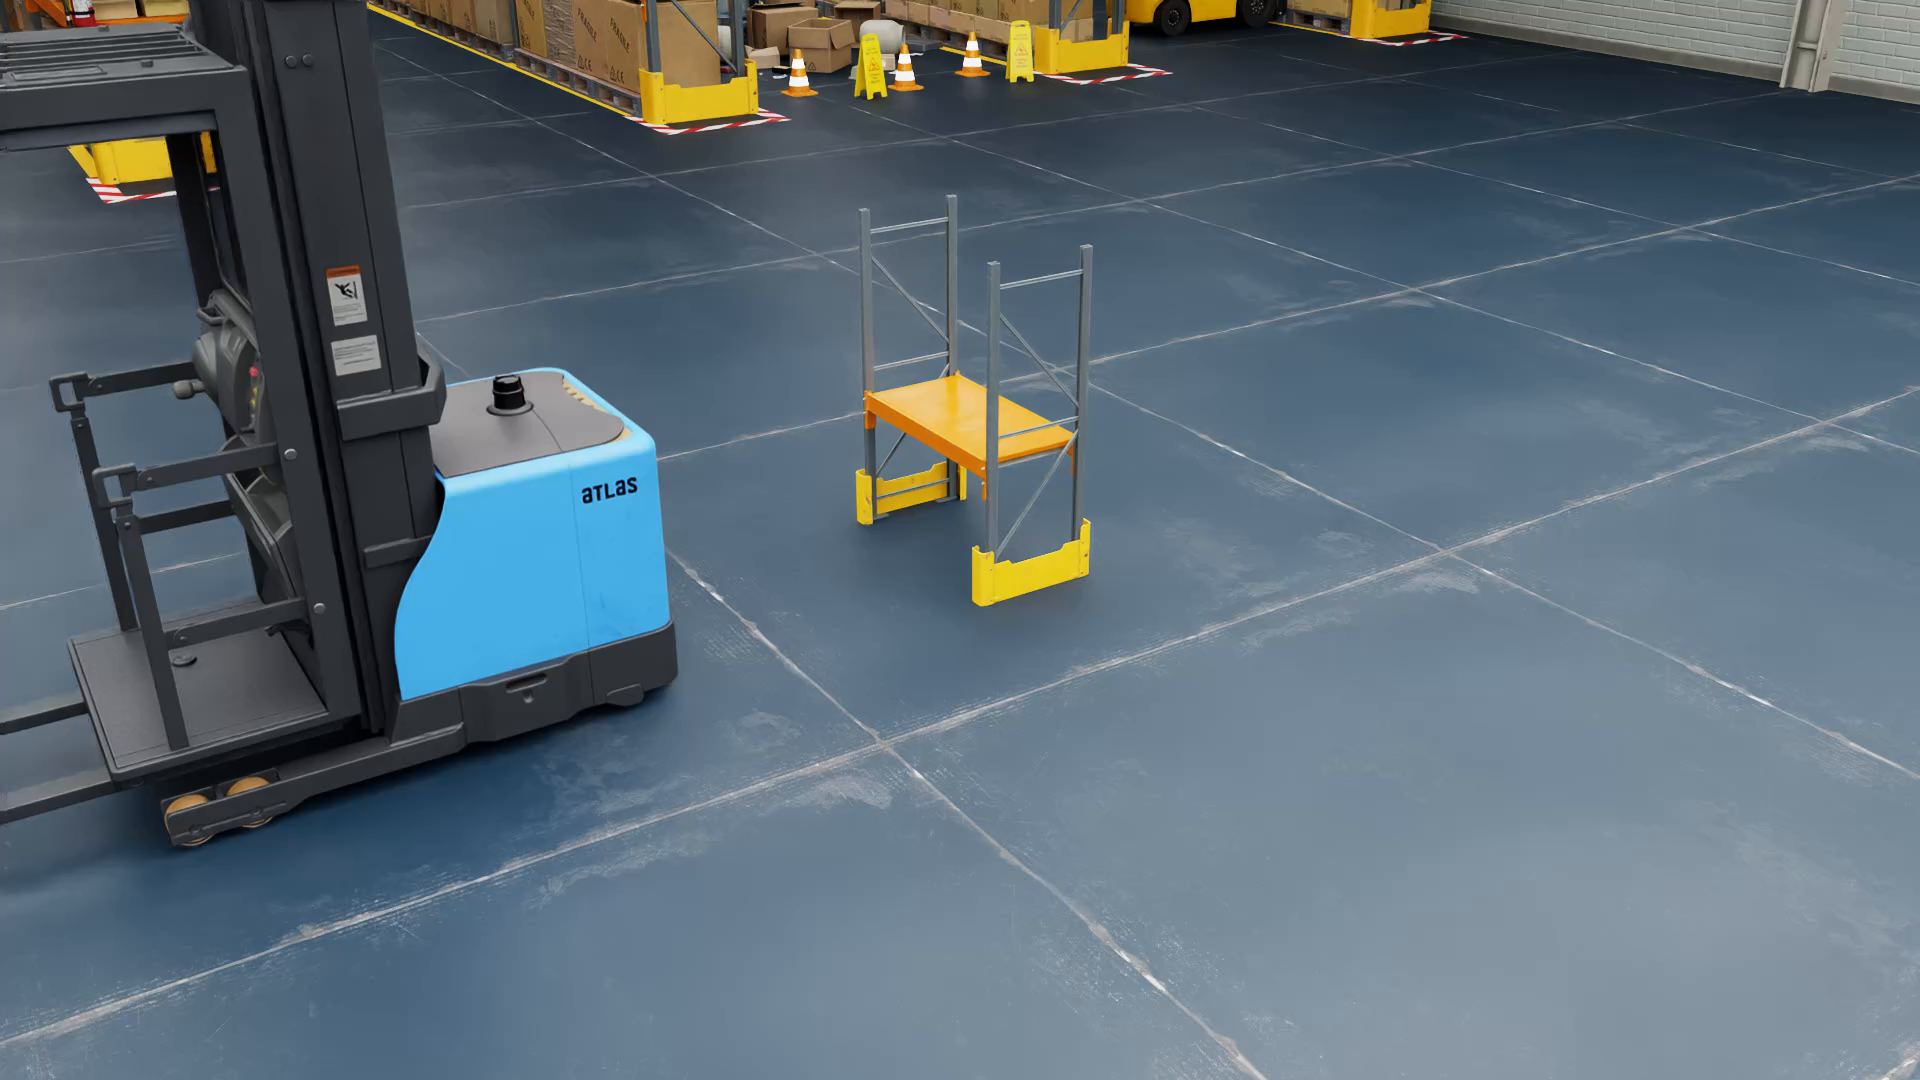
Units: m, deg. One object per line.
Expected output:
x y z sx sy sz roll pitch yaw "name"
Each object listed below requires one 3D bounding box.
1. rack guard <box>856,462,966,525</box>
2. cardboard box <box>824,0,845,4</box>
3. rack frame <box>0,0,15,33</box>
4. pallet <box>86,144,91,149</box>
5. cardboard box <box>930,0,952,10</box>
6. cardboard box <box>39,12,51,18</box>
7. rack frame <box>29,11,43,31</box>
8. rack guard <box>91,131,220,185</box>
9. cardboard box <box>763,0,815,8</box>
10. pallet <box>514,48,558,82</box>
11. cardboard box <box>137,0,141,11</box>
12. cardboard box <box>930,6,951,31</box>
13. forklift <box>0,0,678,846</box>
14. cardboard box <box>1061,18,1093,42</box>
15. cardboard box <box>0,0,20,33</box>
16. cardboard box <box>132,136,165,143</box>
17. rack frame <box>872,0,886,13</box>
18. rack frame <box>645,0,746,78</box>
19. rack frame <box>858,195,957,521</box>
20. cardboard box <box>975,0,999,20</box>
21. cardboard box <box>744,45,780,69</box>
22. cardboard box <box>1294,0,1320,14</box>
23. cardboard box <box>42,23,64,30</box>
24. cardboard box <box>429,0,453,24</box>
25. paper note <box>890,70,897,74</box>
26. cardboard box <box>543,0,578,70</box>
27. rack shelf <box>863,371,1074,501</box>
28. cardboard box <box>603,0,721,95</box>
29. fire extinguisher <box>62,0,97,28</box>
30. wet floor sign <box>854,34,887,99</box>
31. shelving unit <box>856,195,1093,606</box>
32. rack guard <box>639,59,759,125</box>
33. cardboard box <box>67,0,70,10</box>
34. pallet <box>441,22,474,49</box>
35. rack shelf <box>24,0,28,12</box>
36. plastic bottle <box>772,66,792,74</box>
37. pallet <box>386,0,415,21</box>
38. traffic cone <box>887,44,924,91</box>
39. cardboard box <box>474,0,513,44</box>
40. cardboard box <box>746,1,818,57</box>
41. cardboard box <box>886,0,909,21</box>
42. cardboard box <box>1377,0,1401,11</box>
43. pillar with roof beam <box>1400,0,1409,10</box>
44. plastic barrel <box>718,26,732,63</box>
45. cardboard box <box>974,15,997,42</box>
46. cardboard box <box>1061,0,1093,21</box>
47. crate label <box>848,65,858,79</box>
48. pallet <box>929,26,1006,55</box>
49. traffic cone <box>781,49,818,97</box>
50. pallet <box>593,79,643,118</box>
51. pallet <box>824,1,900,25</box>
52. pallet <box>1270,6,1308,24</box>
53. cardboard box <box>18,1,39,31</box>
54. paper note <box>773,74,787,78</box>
-0.230 -0.264 8.016 0.587 0.250 0.087 -16 29 -30 "rack guard"
-1.407 -7.725 23.186 0.950 0.372 0.625 -14 28 -26 "cardboard box"
-11.210 -7.401 19.914 1.000 3.000 0.127 -16 29 -30 "rack frame"
-7.960 -4.041 16.062 1.003 0.211 1.213 -16 29 -30 "pallet"
-0.044 -6.917 20.739 0.500 0.500 0.500 -14 29 -27 "cardboard box"
-9.894 -5.639 18.594 0.700 0.500 0.500 -18 31 -34 "cardboard box"
-9.026 -5.970 16.884 1.000 3.000 0.127 -16 29 -30 "rack frame"
-6.884 -3.437 14.444 1.175 0.500 0.348 -16 29 -30 "rack guard"
-2.198 -7.066 21.246 0.500 0.500 0.500 -16 29 -30 "cardboard box"
-4.466 -5.539 19.236 1.003 0.211 1.213 -16 29 -30 "pallet"
-6.919 -4.678 14.439 0.380 0.149 0.250 -16 29 -30 "cardboard box"
-0.035 -6.575 20.893 0.500 0.250 0.500 -16 30 -30 "cardboard box"
-2.612 -0.557 5.497 3.031 2.935 1.130 -16 29 -30 "forklift"
1.252 -6.149 19.990 0.500 0.250 0.500 -16 30 -30 "cardboard box"
-11.569 -6.882 20.811 1.225 0.875 0.875 -17 30 -32 "cardboard box"
-7.169 -3.827 14.778 0.500 0.500 0.500 -10 27 -20 "cardboard box"
-0.723 -8.280 21.776 1.000 3.000 0.127 -16 29 -30 "rack frame"
-2.632 -5.660 16.225 1.000 3.000 0.127 -16 29 -30 "rack frame"
-0.231 -0.830 7.750 0.500 1.500 0.032 -16 29 -30 "rack frame"
0.517 -6.547 19.954 0.500 0.500 0.500 -14 29 -28 "cardboard box"
-2.334 -5.668 19.446 0.396 0.266 0.258 -10 27 -21 "cardboard box"
4.833 -7.228 22.277 0.500 0.250 0.500 -16 29 -30 "cardboard box"
-9.343 -5.264 17.799 0.700 0.500 0.500 -18 31 -33 "cardboard box"
-6.262 -7.143 21.510 1.050 0.750 0.750 -15 29 -29 "cardboard box"
-0.723 -5.381 19.112 0.142 0.019 0.148 18 31 33 "paper note"
-4.035 -5.757 18.427 0.875 0.875 0.875 -15 29 -29 "cardboard box"
0.047 -0.485 7.442 0.538 0.185 1.000 -16 29 -30 "rack shelf"
-3.057 -5.116 17.070 0.875 0.875 0.875 -15 29 -29 "cardboard box"
-7.166 -4.356 13.555 0.296 0.674 0.183 -16 29 -30 "fire extinguisher"
-0.957 -5.046 17.683 0.267 0.644 0.232 -22 33 -38 "wet floor sign"
0.042 -0.651 7.372 0.587 1.500 1.083 -16 29 -30 "shelving unit"
-2.619 -4.521 16.740 1.175 0.500 0.348 -16 29 -30 "rack guard"
-7.487 -4.647 14.374 0.380 0.149 0.250 -16 29 -30 "cardboard box"
-5.970 -6.524 21.324 1.003 0.211 1.213 -16 29 -30 "pallet"
-10.118 -6.361 18.553 1.077 0.370 4.000 -16 29 -30 "rack shelf"
-2.073 -5.421 19.161 0.283 0.061 0.133 18 31 33 "plastic bottle"
-7.424 -7.540 23.474 1.003 0.211 1.213 -16 29 -30 "pallet"
-0.599 -5.175 18.170 0.336 0.463 0.334 -16 29 -30 "traffic cone"
-5.230 -6.464 20.072 1.050 0.750 0.750 -16 29 -30 "cardboard box"
-2.137 -6.153 20.035 0.797 0.637 0.503 -16 29 -30 "cardboard box"
-0.627 -6.952 21.693 0.500 0.250 0.500 -17 30 -32 "cardboard box"
5.513 -7.175 22.164 0.500 0.250 0.500 -15 29 -29 "cardboard box"
2.385 -10.176 18.765 9.100 9.000 0.400 -16 29 -30 "pillar with roof beam"
-2.911 -5.877 19.703 0.512 0.421 0.421 3 25 6 "plastic barrel"
0.518 -6.209 20.118 0.500 0.250 0.500 -15 29 -29 "cardboard box"
1.238 -6.496 19.848 0.500 0.500 0.500 -17 30 -31 "cardboard box"
-1.081 -5.294 18.805 0.298 0.136 0.250 12 28 24 "crate label"
0.343 -6.350 20.954 1.003 0.211 1.213 -16 29 -30 "pallet"
-1.732 -5.033 17.870 0.336 0.463 0.334 -16 29 -30 "traffic cone"
-3.134 -4.666 17.387 1.003 0.211 1.213 -16 29 -30 "pallet"
-1.149 -7.297 22.960 1.003 0.211 1.213 -16 29 -30 "pallet"
4.503 -7.446 23.276 1.003 0.211 1.213 -16 29 -30 "pallet"
-10.514 -6.039 19.442 0.700 0.500 0.500 -18 31 -34 "cardboard box"
-2.042 -5.258 18.854 0.144 0.017 0.142 -6 26 -12 "paper note"
